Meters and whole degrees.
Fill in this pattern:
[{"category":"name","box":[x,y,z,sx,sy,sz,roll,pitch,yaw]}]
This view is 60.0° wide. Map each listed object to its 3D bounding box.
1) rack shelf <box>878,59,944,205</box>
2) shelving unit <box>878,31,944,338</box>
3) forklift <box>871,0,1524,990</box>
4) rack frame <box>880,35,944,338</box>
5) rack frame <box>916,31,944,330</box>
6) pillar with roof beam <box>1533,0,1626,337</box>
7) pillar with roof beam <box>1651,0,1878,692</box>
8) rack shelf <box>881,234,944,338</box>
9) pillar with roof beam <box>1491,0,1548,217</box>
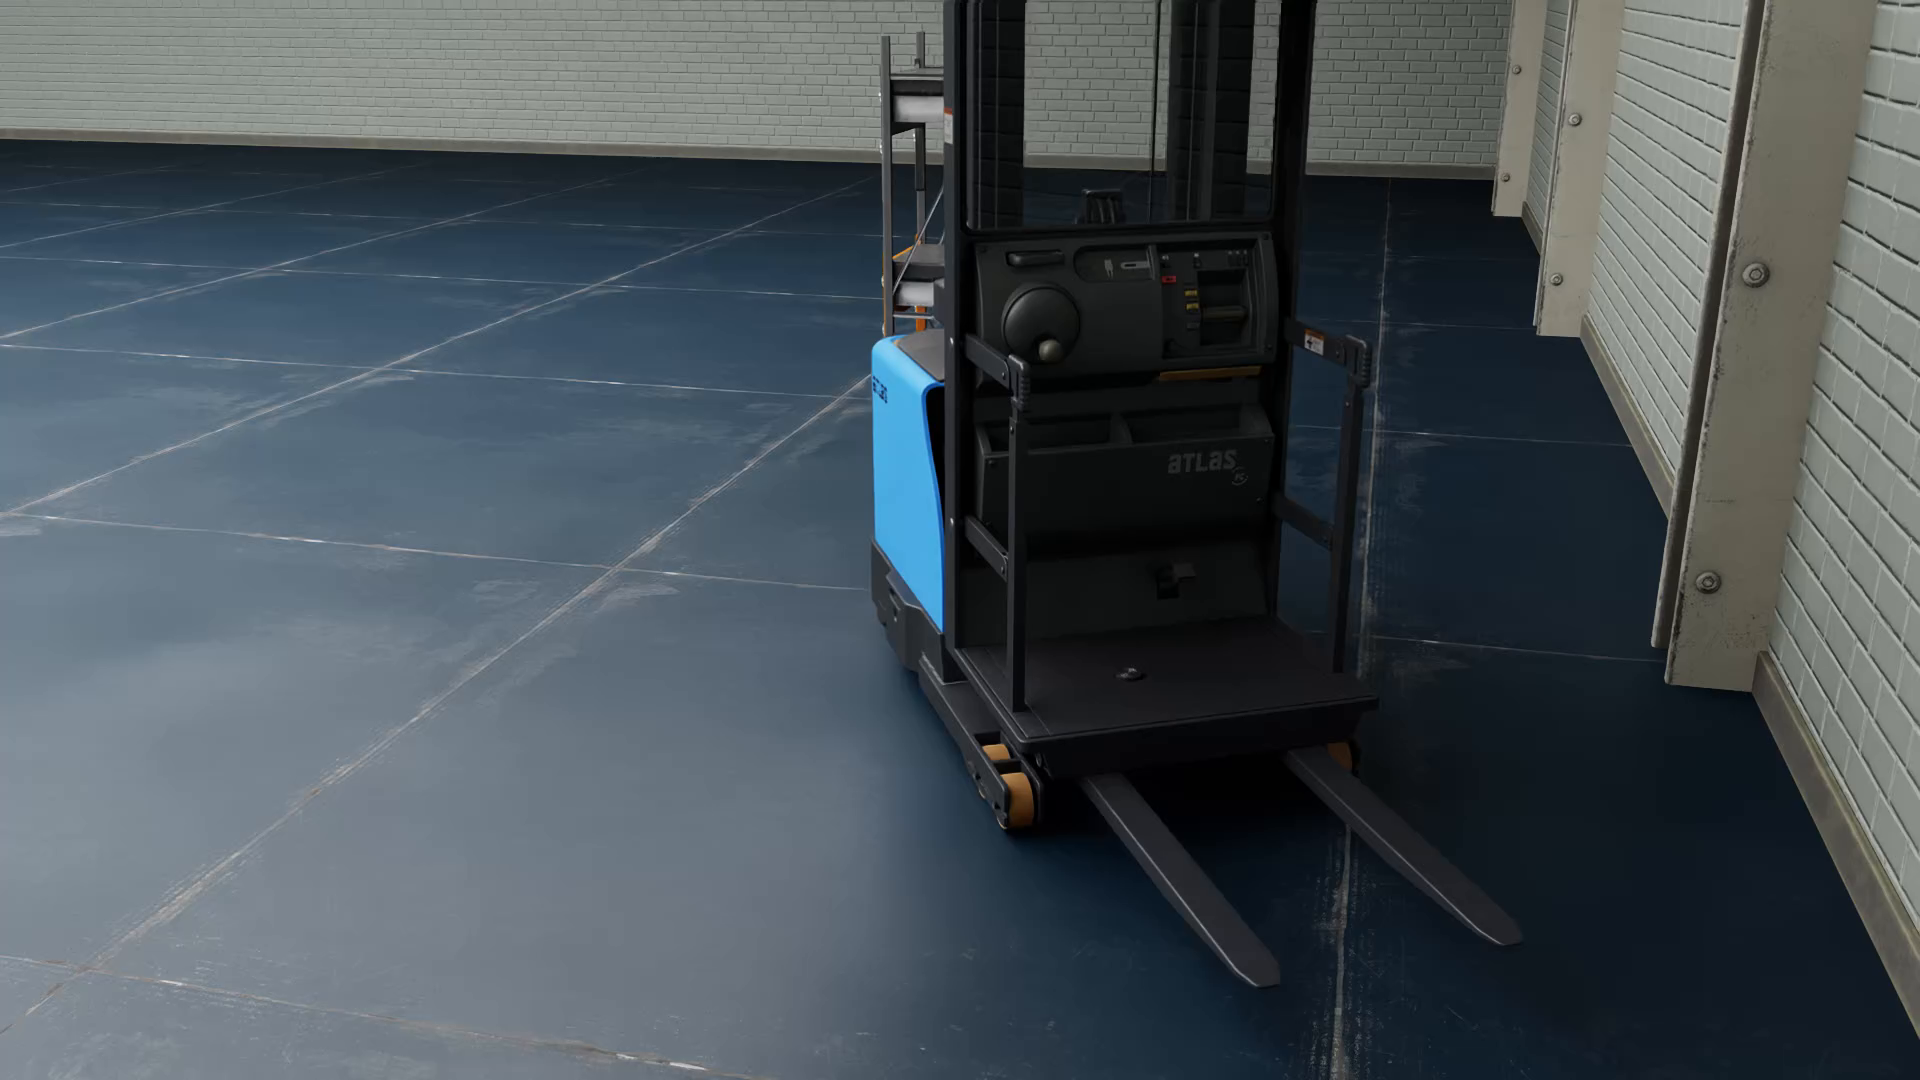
[{"category":"rack shelf","box":[-0.040,-1.591,6.474,0.431,0.518,0.480,5,19,13]},{"category":"shelving unit","box":[-0.040,-0.942,6.696,0.431,2.100,0.503,5,19,13]},{"category":"forklift","box":[0.558,-0.698,4.696,1.130,2.935,3.031,-5,20,-15]},{"category":"rack frame","box":[-0.100,-0.865,6.472,0.400,2.100,0.015,5,19,13]},{"category":"rack frame","box":[0.019,-1.018,6.920,0.400,2.100,0.015,5,19,13]},{"category":"pillar with roof beam","box":[-0.074,-6.033,10.927,9.100,9.000,0.400,5,19,13]},{"category":"pillar with roof beam","box":[-1.540,-4.152,5.421,9.100,9.000,0.400,5,19,13]},{"category":"rack shelf","box":[-0.040,-0.929,6.701,0.431,0.518,0.480,5,19,13]},{"category":"pillar with roof beam","box":[1.392,-7.913,16.433,9.100,9.000,0.400,5,19,13]}]
